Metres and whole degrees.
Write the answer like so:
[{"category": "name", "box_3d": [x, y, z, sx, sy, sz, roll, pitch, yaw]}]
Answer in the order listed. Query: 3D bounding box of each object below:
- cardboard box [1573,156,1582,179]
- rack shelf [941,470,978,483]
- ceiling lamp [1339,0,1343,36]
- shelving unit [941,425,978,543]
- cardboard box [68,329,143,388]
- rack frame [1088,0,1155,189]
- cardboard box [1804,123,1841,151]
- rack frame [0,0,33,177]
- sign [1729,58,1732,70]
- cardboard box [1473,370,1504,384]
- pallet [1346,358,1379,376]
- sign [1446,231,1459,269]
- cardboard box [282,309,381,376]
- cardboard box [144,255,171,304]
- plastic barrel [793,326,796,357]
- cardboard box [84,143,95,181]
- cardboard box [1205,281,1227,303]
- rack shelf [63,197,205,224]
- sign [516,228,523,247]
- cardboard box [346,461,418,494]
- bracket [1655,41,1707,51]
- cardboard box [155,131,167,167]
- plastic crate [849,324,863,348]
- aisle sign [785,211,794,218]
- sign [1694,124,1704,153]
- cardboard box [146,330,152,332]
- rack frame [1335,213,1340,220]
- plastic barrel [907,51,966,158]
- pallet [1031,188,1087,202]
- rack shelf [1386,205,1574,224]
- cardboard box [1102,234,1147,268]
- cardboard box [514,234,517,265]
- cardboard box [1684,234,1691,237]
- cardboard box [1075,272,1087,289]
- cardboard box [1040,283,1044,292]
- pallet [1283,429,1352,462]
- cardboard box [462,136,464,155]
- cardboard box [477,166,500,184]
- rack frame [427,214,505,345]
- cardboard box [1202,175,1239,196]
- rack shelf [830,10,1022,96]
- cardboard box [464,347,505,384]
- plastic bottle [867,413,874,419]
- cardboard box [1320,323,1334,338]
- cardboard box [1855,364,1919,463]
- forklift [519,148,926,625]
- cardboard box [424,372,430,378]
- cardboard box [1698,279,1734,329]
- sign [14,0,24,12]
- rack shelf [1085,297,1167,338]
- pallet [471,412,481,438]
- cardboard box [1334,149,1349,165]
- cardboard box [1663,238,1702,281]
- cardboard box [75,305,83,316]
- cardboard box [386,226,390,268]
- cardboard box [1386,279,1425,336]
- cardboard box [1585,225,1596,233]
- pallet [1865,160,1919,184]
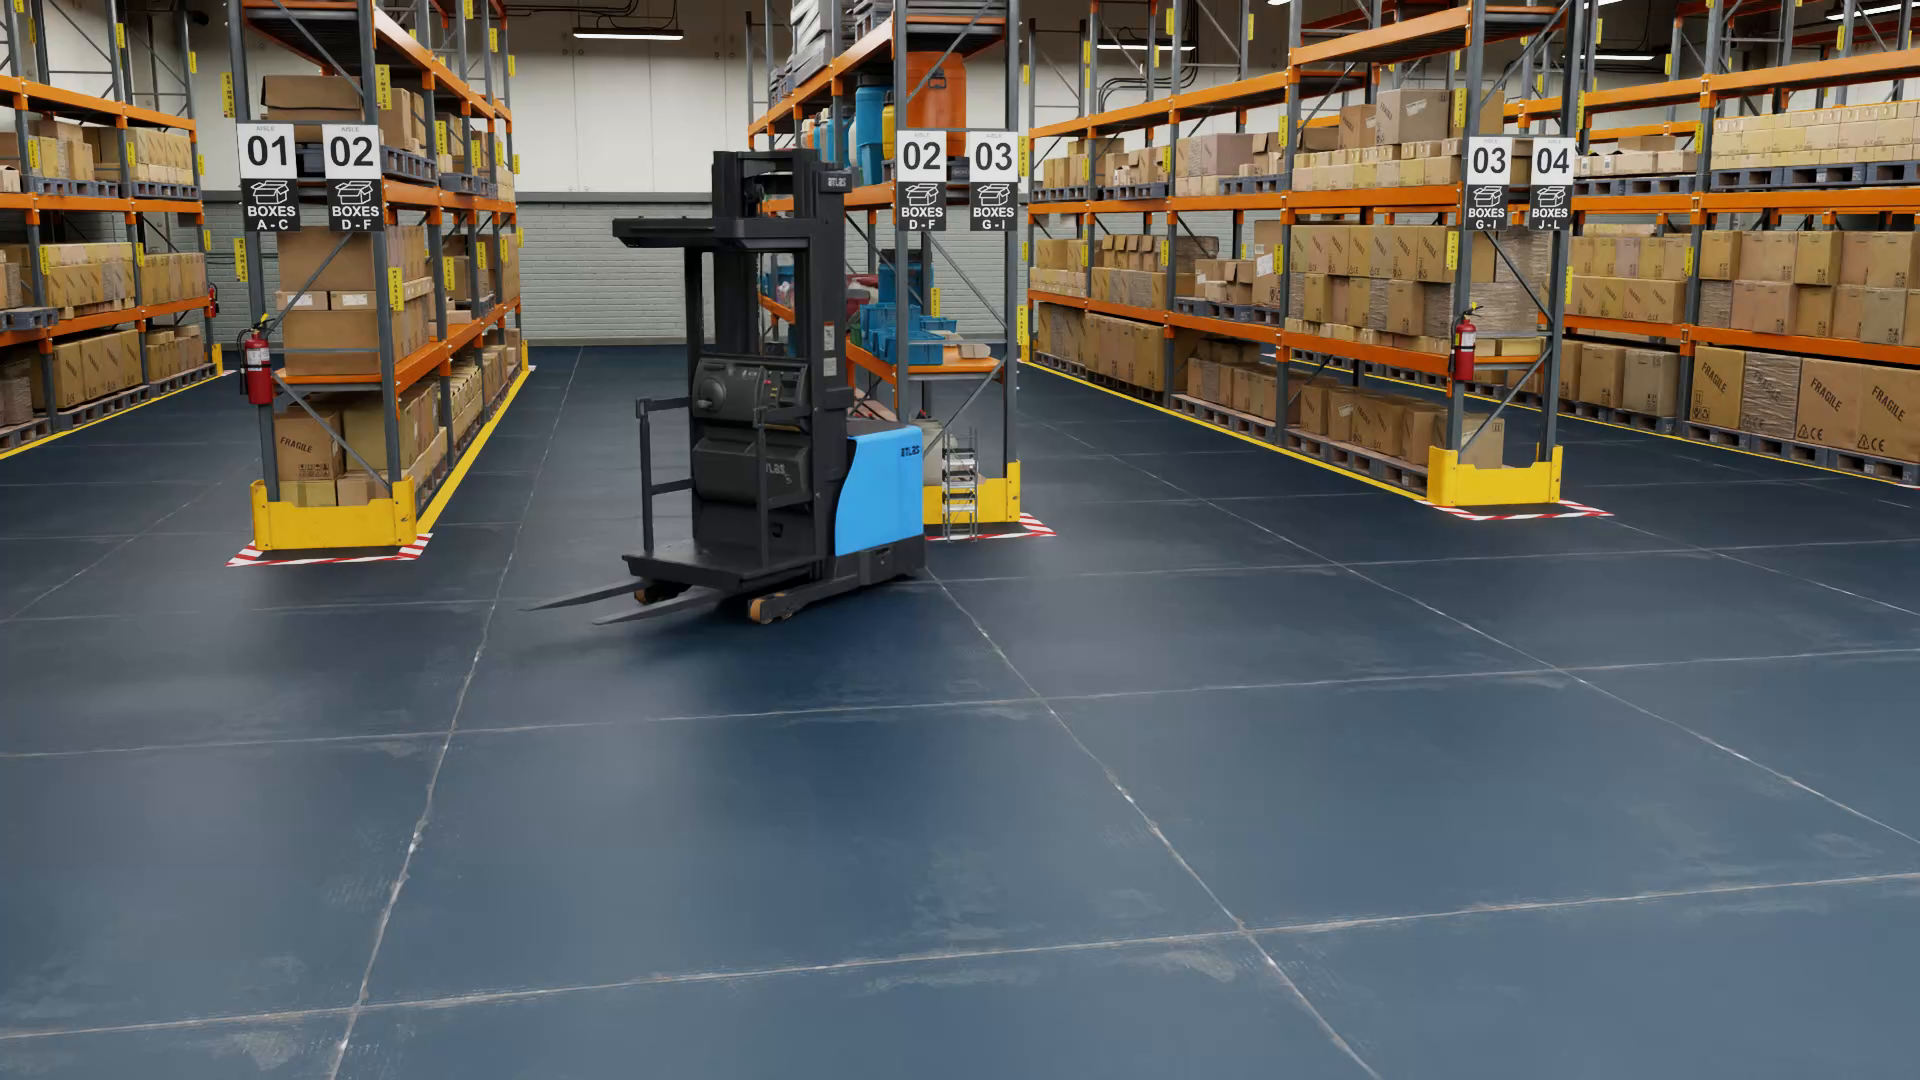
[{"category": "cardboard box", "box_3d": [8.084, -4.982, 22.177, 0.500, 0.311, 0.500, -2, 11, -11]}, {"category": "rack shelf", "box_3d": [-0.002, -0.499, 13.109, 0.258, 0.077, 0.200, -2, 11, -11]}, {"category": "ceiling lamp", "box_3d": [8.539, -11.323, 33.006, 2.000, 3.185, 0.800, -2, 11, -11]}, {"category": "shelving unit", "box_3d": [-0.002, -0.444, 13.120, 0.258, 0.900, 0.210, -2, 11, -11]}, {"category": "cardboard box", "box_3d": [-11.826, -2.505, 22.962, 0.750, 0.750, 0.750, -2, 11, -10]}, {"category": "rack frame", "box_3d": [2.496, -6.957, 25.680, 1.000, 3.000, 0.127, -2, 11, -11]}, {"category": "cardboard box", "box_3d": [9.055, -4.128, 17.056, 0.500, 0.250, 0.500, -2, 11, -10]}, {"category": "rack frame", "box_3d": [-11.302, -5.683, 18.987, 1.000, 3.000, 0.127, -2, 11, -11]}, {"category": "sign", "box_3d": [12.747, -7.837, 27.594, 0.100, 0.325, 0.005, -2, 11, -11]}, {"category": "cardboard box", "box_3d": [7.775, -2.528, 24.016, 0.500, 0.500, 0.500, -2, 11, -11]}, {"category": "pallet", "box_3d": [7.216, -2.924, 27.993, 1.003, 0.211, 1.213, -2, 11, -11]}, {"category": "sign", "box_3d": [4.282, -2.516, 14.454, 0.100, 0.325, 0.005, -2, 11, -11]}, {"category": "cardboard box", "box_3d": [-4.966, -1.585, 13.232, 0.700, 0.500, 0.500, -2, 11, -11]}, {"category": "cardboard box", "box_3d": [-12.306, -3.851, 24.604, 0.980, 0.700, 0.700, -2, 11, -12]}, {"category": "plastic barrel", "box_3d": [-2.135, -2.775, 24.242, 0.600, 0.901, 0.708, -2, 11, -11]}, {"category": "cardboard box", "box_3d": [-12.017, -5.043, 22.202, 0.700, 0.500, 0.500, -3, 11, -14]}, {"category": "cardboard box", "box_3d": [3.375, -3.093, 20.703, 0.500, 0.250, 0.500, -2, 11, -13]}, {"category": "rack shelf", "box_3d": [-12.469, -4.956, 25.116, 1.077, 0.370, 4.000, -2, 11, -11]}, {"category": "sign", "box_3d": [-7.451, -5.124, 28.156, 0.100, 0.325, 0.005, -2, 11, -11]}, {"category": "cardboard box", "box_3d": [-4.875, -0.503, 14.047, 0.500, 0.250, 0.500, -2, 11, -11]}, {"category": "bracket", "box_3d": [15.695, -11.103, 37.838, 0.076, 0.066, 5.218, -2, 11, -11]}, {"category": "cardboard box", "box_3d": [-12.151, -5.818, 24.727, 0.500, 0.500, 0.500, -2, 11, -11]}, {"category": "plastic crate", "box_3d": [-0.819, -1.999, 16.244, 0.450, 0.188, 0.662, -2, 11, -11]}, {"category": "aisle sign", "box_3d": [-2.867, -5.864, 29.032, 0.394, 0.787, 0.004, -2, 11, -11]}, {"category": "sign", "box_3d": [8.407, -4.565, 18.912, 0.100, 0.325, 0.005, -2, 11, -11]}, {"category": "cardboard box", "box_3d": [-12.547, -3.112, 25.352, 0.380, 0.149, 0.250, -2, 11, -12]}, {"category": "rack frame", "box_3d": [6.603, -4.905, 30.946, 1.000, 3.000, 0.127, -2, 11, -11]}, {"category": "plastic barrel", "box_3d": [-0.247, -3.604, 13.816, 0.600, 0.830, 0.708, -2, 11, -11]}, {"category": "pallet", "box_3d": [1.873, -6.038, 29.111, 1.003, 0.211, 1.213, -2, 11, -11]}, {"category": "rack shelf", "box_3d": [7.770, -4.925, 24.951, 1.077, 0.370, 4.000, -2, 11, -11]}, {"category": "cardboard box", "box_3d": [2.629, -4.435, 25.524, 0.797, 0.503, 0.637, -2, 11, -12]}, {"category": "cardboard box", "box_3d": [-7.544, -4.760, 27.241, 0.500, 0.500, 0.500, -2, 11, -9]}, {"category": "cardboard box", "box_3d": [12.147, -4.727, 27.068, 0.500, 0.500, 0.500, -2, 11, -11]}, {"category": "cardboard box", "box_3d": [2.153, -4.154, 26.603, 0.500, 0.250, 0.500, -2, 11, -12]}, {"category": "cardboard box", "box_3d": [1.617, -4.401, 28.969, 0.380, 0.149, 0.250, -2, 11, -12]}, {"category": "pallet", "box_3d": [4.218, -1.051, 18.153, 1.003, 0.211, 1.213, -2, 11, -11]}, {"category": "cardboard box", "box_3d": [-6.934, -5.089, 22.230, 0.600, 0.600, 0.600, -3, 11, -13]}, {"category": "cardboard box", "box_3d": [-7.072, -5.394, 24.555, 0.500, 0.250, 0.500, -2, 11, -11]}, {"category": "rack frame", "box_3d": [-7.222, -3.650, 24.352, 1.000, 3.000, 0.127, -2, 11, -11]}, {"category": "cardboard box", "box_3d": [3.325, -4.392, 20.631, 0.500, 0.250, 0.500, -2, 11, -10]}, {"category": "rack shelf", "box_3d": [-0.417, -4.393, 15.203, 1.077, 0.370, 4.000, -2, 11, -11]}, {"category": "cardboard box", "box_3d": [-6.757, -2.467, 23.646, 0.500, 0.500, 0.500, -2, 11, -11]}, {"category": "plastic bottle", "box_3d": [-0.915, -1.119, 16.963, 0.144, 0.351, 0.185, -2, 11, -11]}, {"category": "cardboard box", "box_3d": [3.977, -2.185, 17.325, 0.380, 0.149, 0.250, -2, 11, -11]}, {"category": "cardboard box", "box_3d": [9.518, -1.255, 16.329, 0.875, 0.875, 0.875, -2, 11, -11]}, {"category": "forklift", "box_3d": [-1.490, -1.011, 10.669, 1.130, 2.935, 3.031, 7, 13, 34]}, {"category": "cardboard box", "box_3d": [-6.519, -1.845, 19.598, 0.500, 0.311, 0.500, -2, 11, -12]}, {"category": "cardboard box", "box_3d": [9.021, -2.711, 19.016, 0.875, 0.550, 0.550, -2, 11, -11]}, {"category": "sign", "box_3d": [-10.772, -6.202, 19.005, 0.100, 0.325, 0.005, -2, 11, -11]}, {"category": "rack shelf", "box_3d": [2.885, -3.290, 24.381, 1.077, 0.370, 4.000, -2, 11, -11]}, {"category": "pallet", "box_3d": [-6.322, -1.394, 19.958, 1.003, 0.211, 1.213, -2, 11, -11]}, {"category": "cardboard box", "box_3d": [4.020, -3.875, 16.846, 0.380, 0.149, 0.250, -2, 11, -12]}, {"category": "cardboard box", "box_3d": [8.835, -3.336, 19.757, 0.700, 0.500, 0.500, -2, 11, -12]}, {"category": "cardboard box", "box_3d": [-11.416, -2.926, 21.165, 0.380, 0.149, 0.250, -2, 11, -10]}, {"category": "cardboard box", "box_3d": [-5.084, -2.328, 13.667, 0.700, 0.500, 0.500, -2, 11, -12]}, {"category": "cardboard box", "box_3d": [4.535, -2.193, 15.635, 0.875, 0.500, 0.500, -2, 11, -11]}, {"category": "cardboard box", "box_3d": [11.497, -5.602, 29.928, 0.380, 0.149, 0.250, -2, 11, -12]}, {"category": "pallet", "box_3d": [9.561, -3.536, 15.969, 1.003, 0.211, 1.213, -2, 11, -11]}]
